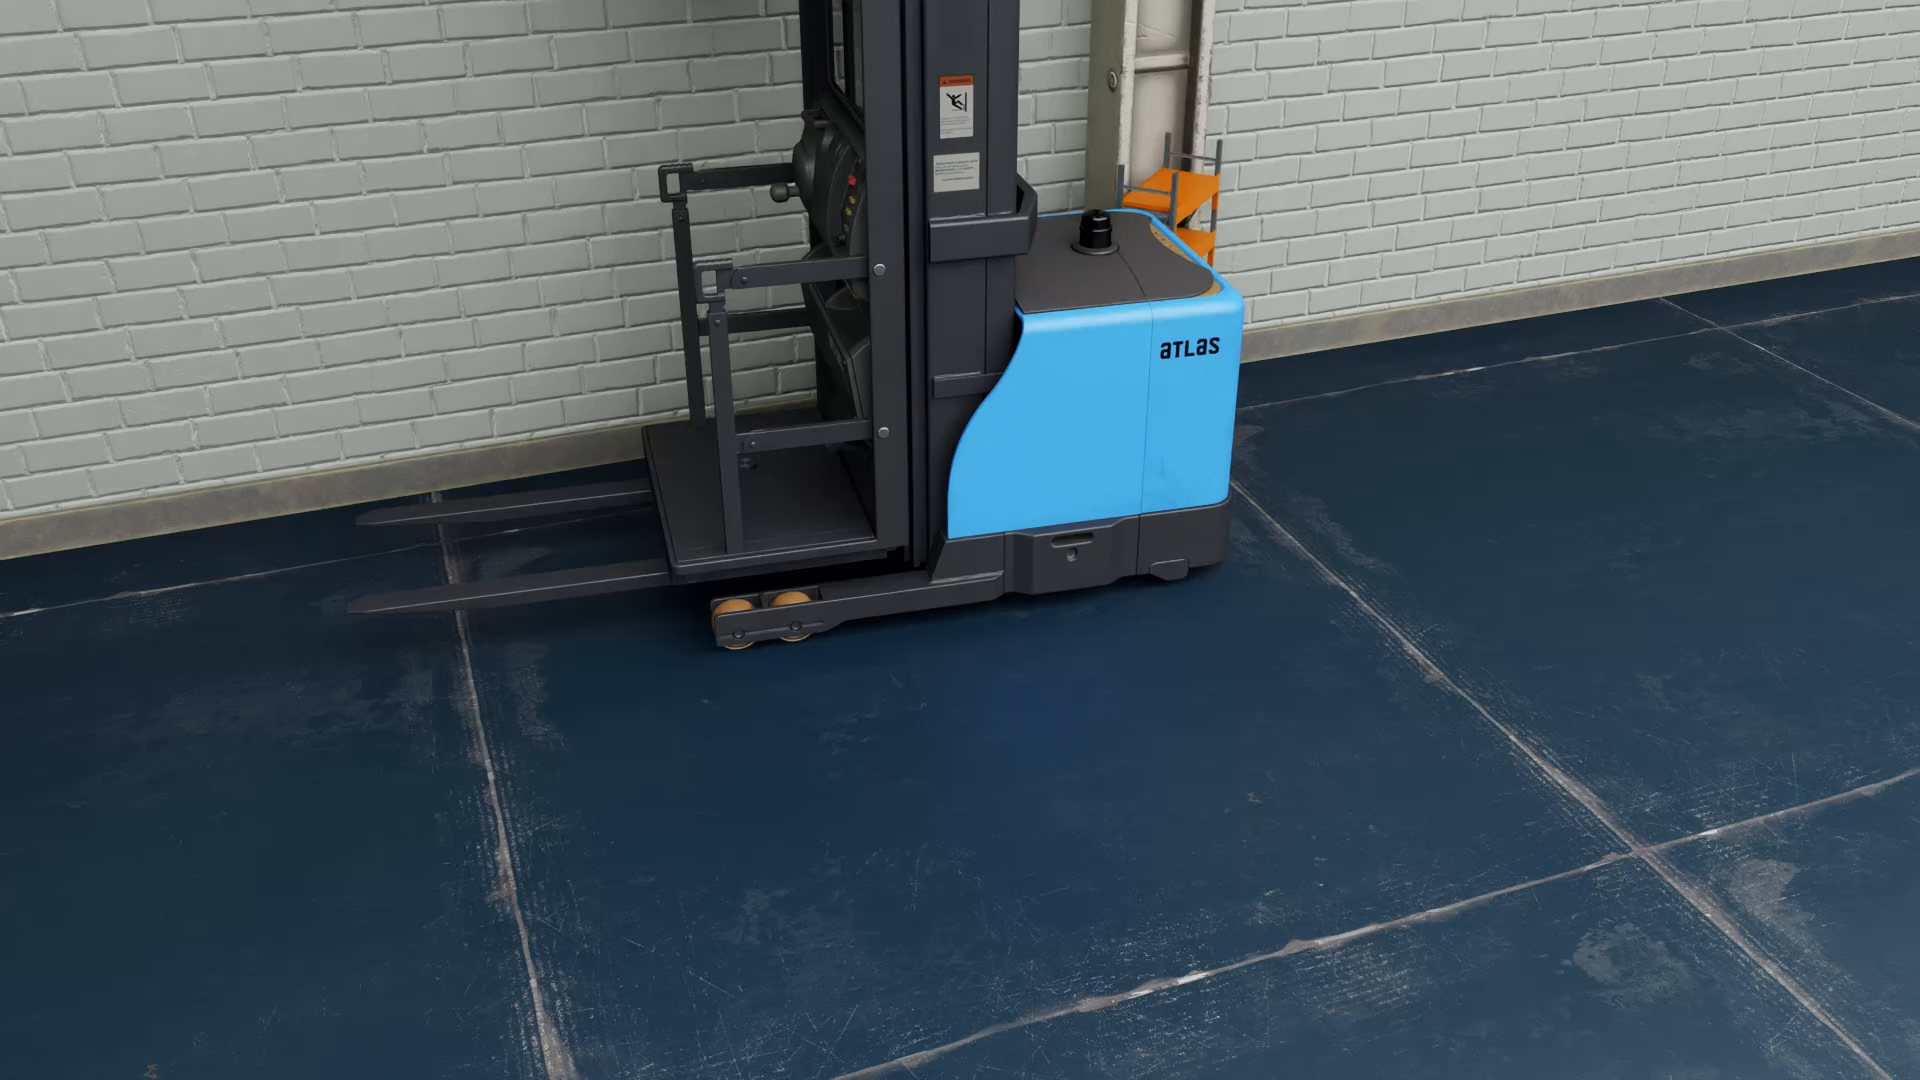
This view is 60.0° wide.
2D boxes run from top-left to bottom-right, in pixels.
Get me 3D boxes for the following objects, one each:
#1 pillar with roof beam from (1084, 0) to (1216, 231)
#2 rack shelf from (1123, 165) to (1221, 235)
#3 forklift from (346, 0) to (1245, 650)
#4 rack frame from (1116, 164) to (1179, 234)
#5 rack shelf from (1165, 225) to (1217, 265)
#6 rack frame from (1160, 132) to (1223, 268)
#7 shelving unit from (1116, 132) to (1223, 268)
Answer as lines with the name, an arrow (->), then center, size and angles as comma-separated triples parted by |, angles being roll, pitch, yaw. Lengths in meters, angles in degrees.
pillar with roof beam -> 2.264, -2.567, 1.665 | 0.400, 9.000, 9.100 | -10, 31, -18
rack shelf -> 0.826, -1.331, 6.581 | 0.258, 0.148, 0.480 | 15, 33, 24
forklift -> -0.608, -1.195, 5.386 | 3.031, 2.935, 1.130 | -7, 31, -13
rack frame -> 0.713, -0.883, 6.588 | 0.240, 1.200, 0.015 | 15, 33, 24
rack shelf -> 0.826, -1.126, 6.698 | 0.258, 0.148, 0.480 | 15, 33, 24
rack frame -> 0.939, -1.097, 6.963 | 0.240, 1.200, 0.015 | 15, 33, 24
shelving unit -> 0.826, -0.990, 6.775 | 0.258, 1.200, 0.503 | 15, 33, 24
